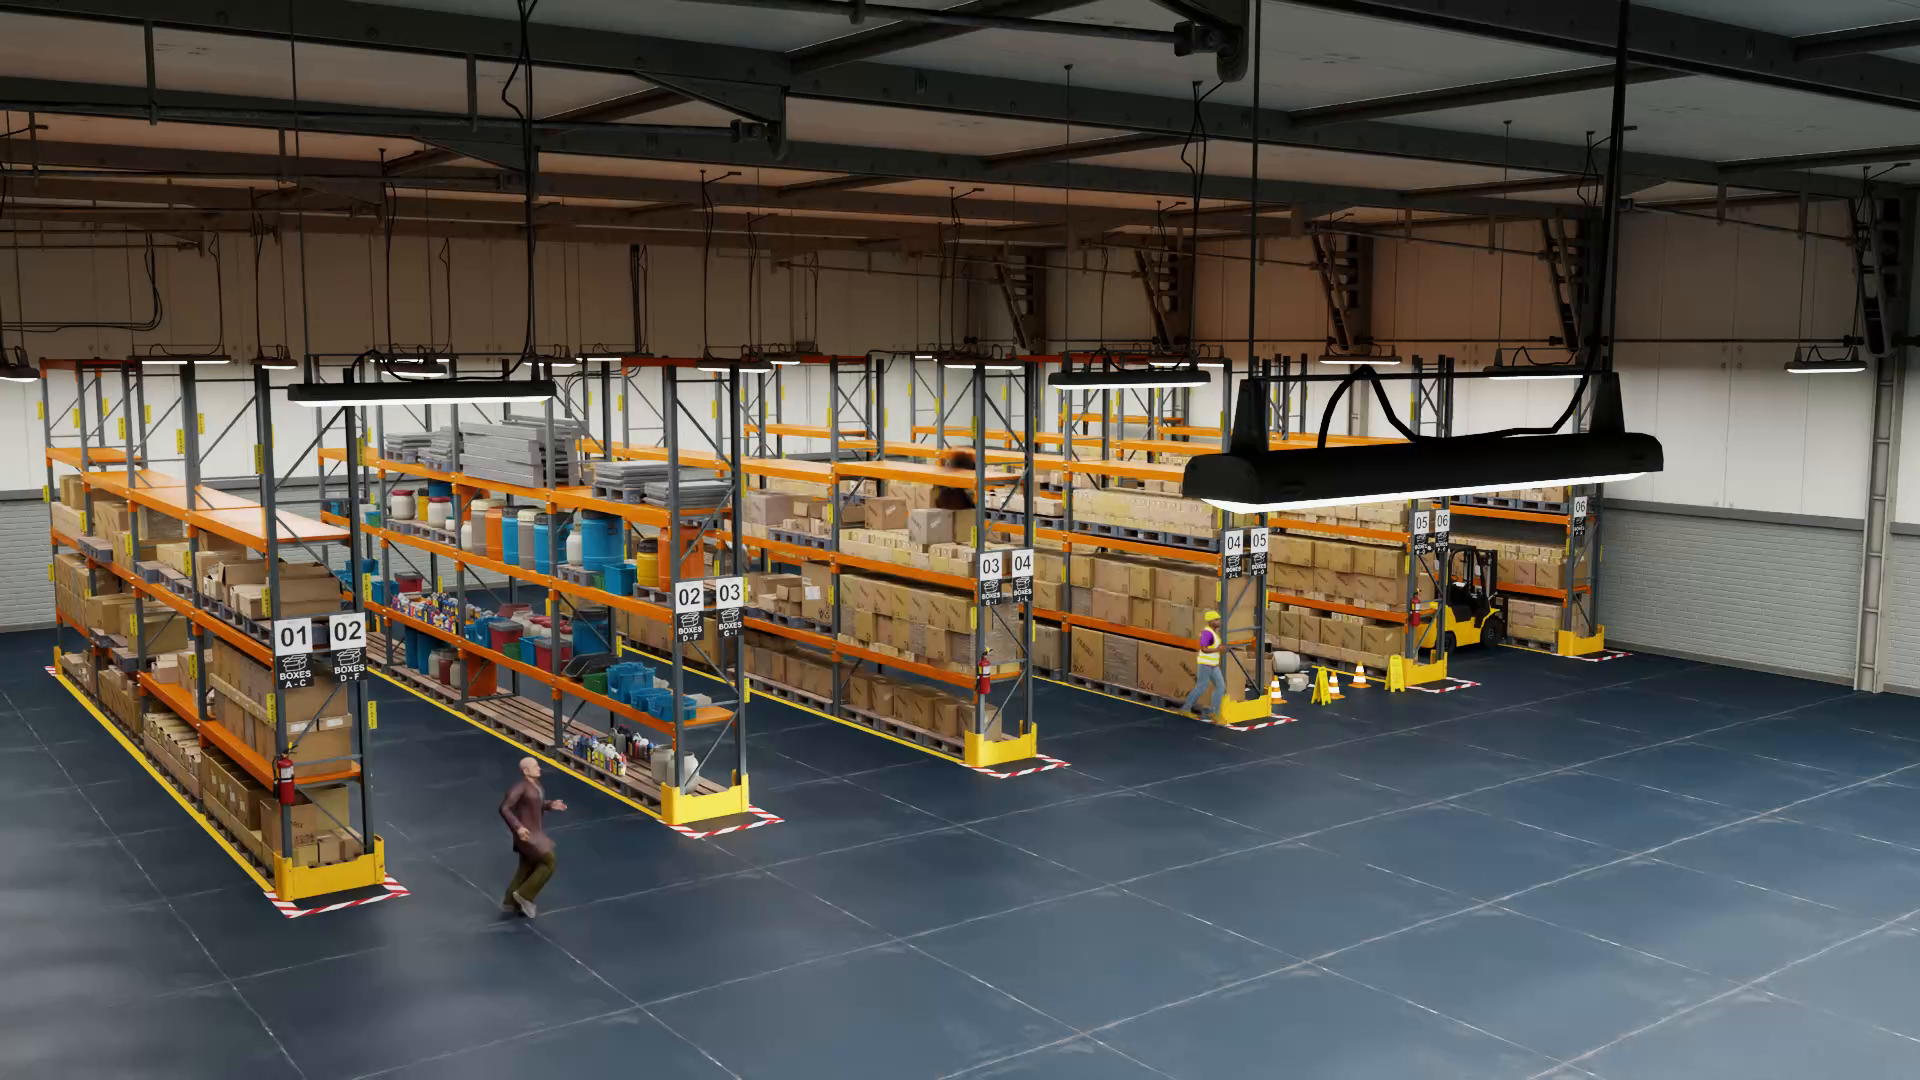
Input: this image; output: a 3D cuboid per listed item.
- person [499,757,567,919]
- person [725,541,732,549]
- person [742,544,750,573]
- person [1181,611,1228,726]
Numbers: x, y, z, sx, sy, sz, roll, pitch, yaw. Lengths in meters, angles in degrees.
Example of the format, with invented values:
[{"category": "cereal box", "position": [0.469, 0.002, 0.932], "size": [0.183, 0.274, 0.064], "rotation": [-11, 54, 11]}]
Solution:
[{"category": "person", "position": [-4.710, 3.267, 18.355], "size": [0.735, 1.781, 0.677], "rotation": [-1, 7, -7]}, {"category": "person", "position": [-5.691, 0.533, 41.330], "size": [0.919, 1.652, 0.647], "rotation": [-4, 8, -32]}, {"category": "person", "position": [-5.196, 0.898, 38.411], "size": [0.725, 1.736, 1.050], "rotation": [-5, 9, -38]}, {"category": "person", "position": [3.975, 2.046, 26.720], "size": [0.745, 1.829, 0.696], "rotation": [3, 8, 26]}]
